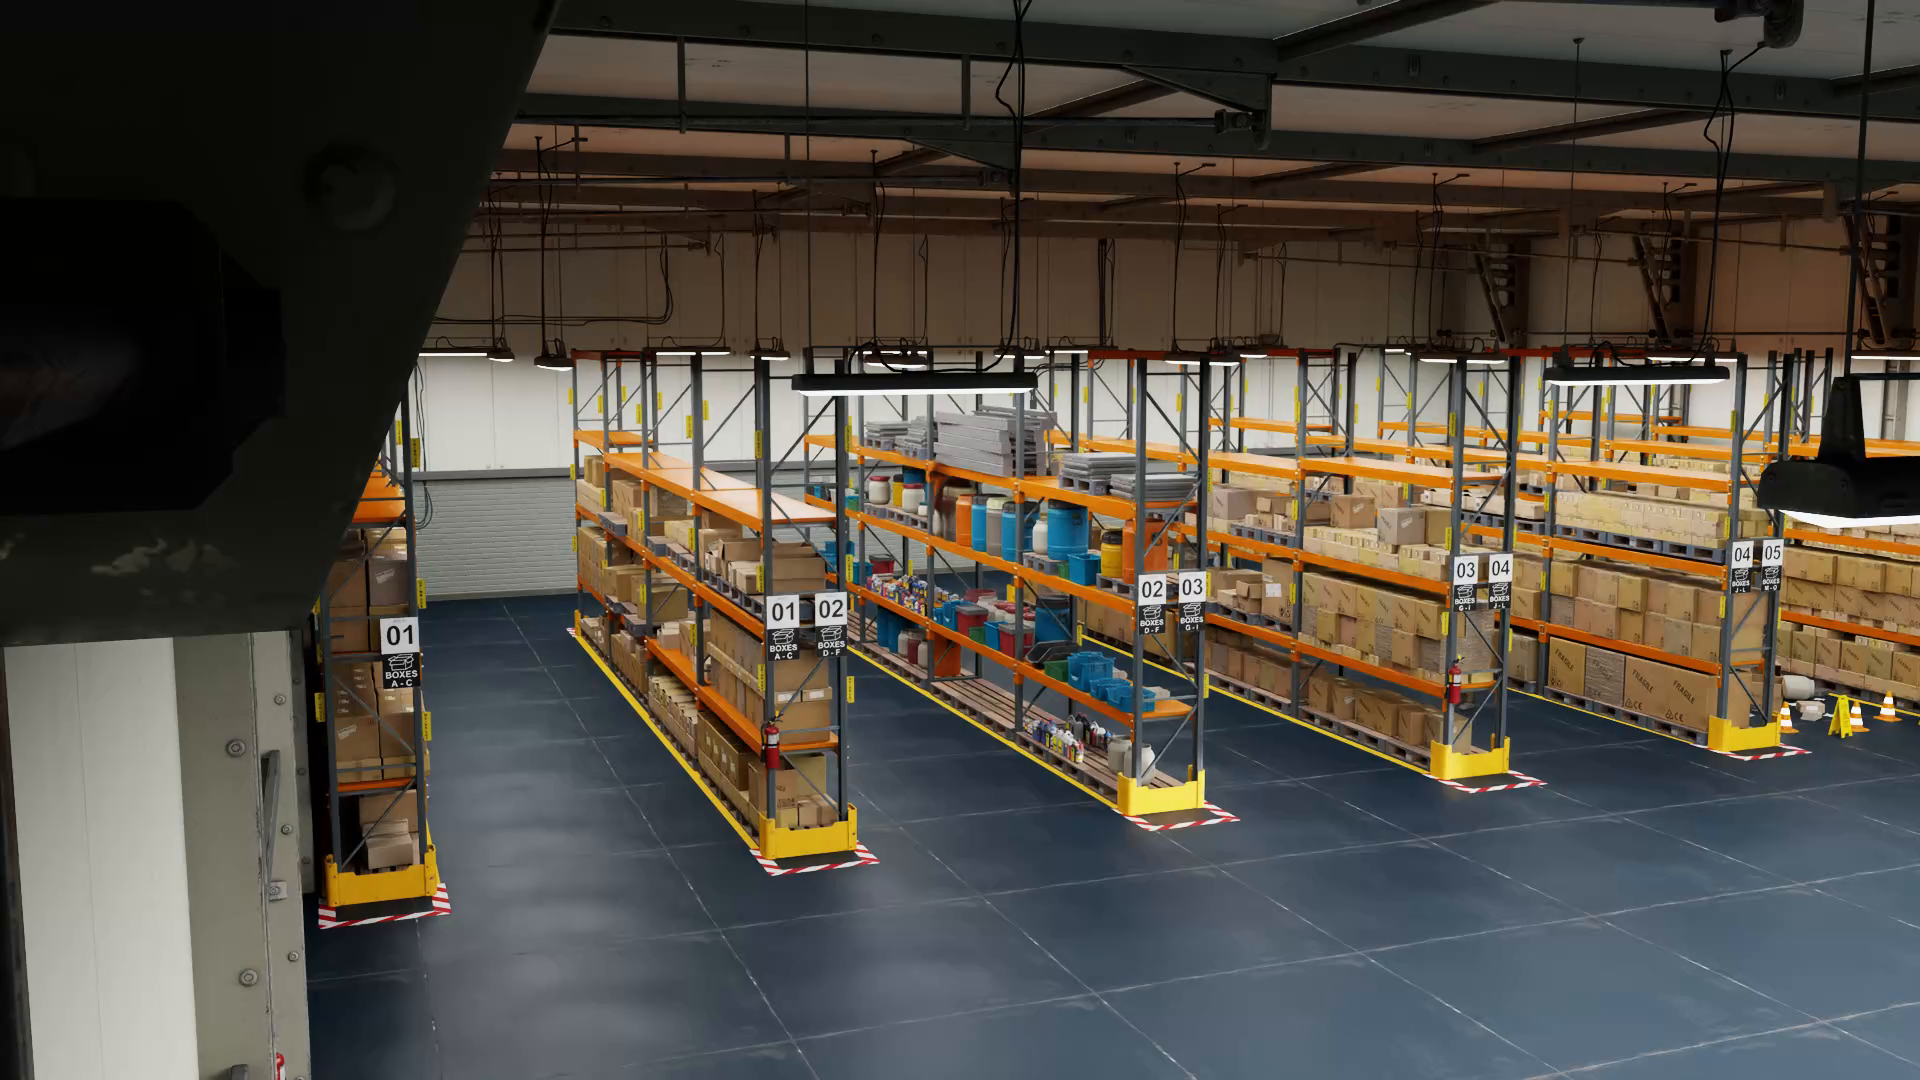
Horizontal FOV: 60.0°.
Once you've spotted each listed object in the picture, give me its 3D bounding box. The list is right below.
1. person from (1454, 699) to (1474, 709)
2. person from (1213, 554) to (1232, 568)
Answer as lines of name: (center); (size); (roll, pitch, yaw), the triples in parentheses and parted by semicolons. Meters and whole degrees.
person: (8.535, 1.961, 28.205); (0.517, 1.800, 0.605); (-6, 10, -42)
person: (6.609, 0.228, 41.548); (0.650, 1.699, 0.609); (0, 7, 2)
